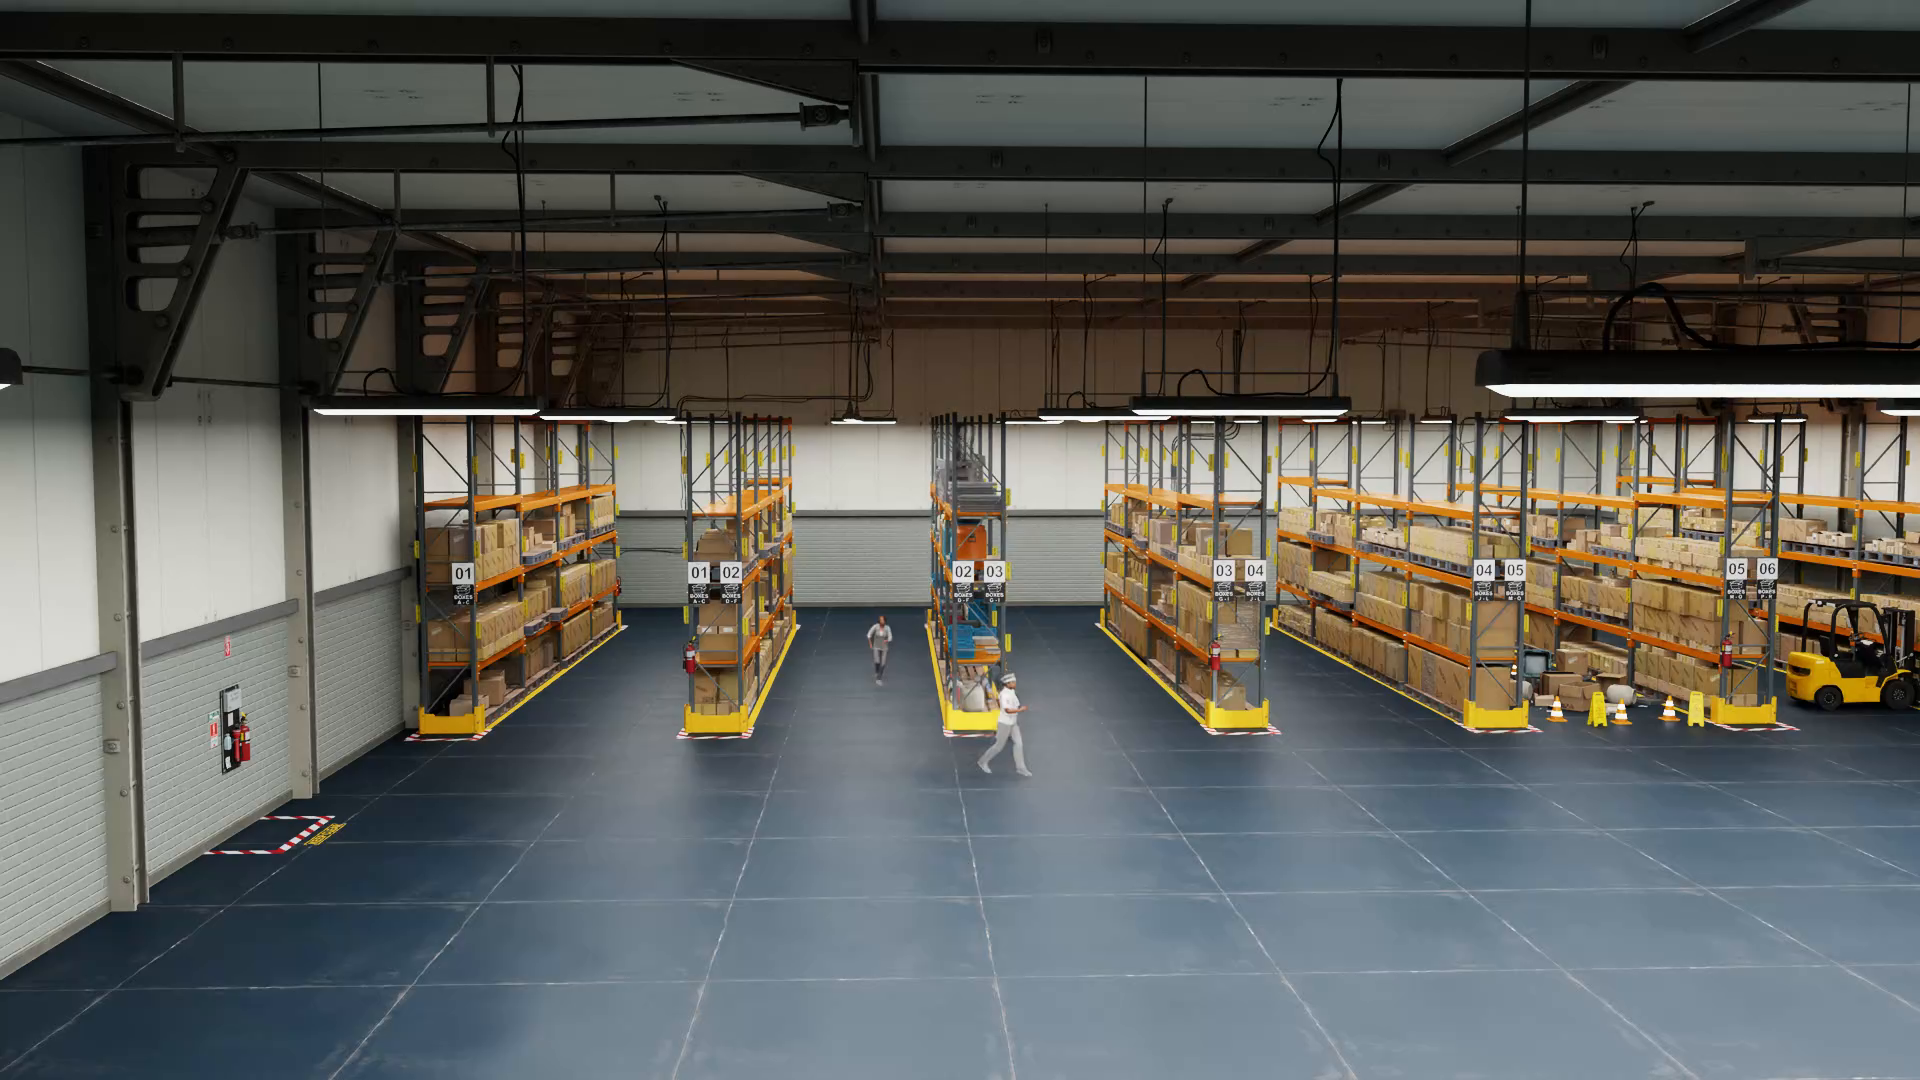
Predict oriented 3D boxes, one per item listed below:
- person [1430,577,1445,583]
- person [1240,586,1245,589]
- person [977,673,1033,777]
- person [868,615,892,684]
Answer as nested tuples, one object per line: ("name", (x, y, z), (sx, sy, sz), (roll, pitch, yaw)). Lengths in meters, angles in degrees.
("person", (14.139, 1.496, 49.414), (0.595, 1.729, 0.660), (-1, 4, -15))
("person", (7.961, 1.770, 45.358), (0.674, 1.716, 0.734), (0, 4, -7))
("person", (0.743, 3.006, 27.118), (0.929, 1.699, 0.566), (1, 4, 17))
("person", (-1.766, 2.435, 36.820), (0.530, 1.550, 0.608), (-1, 4, -8))
